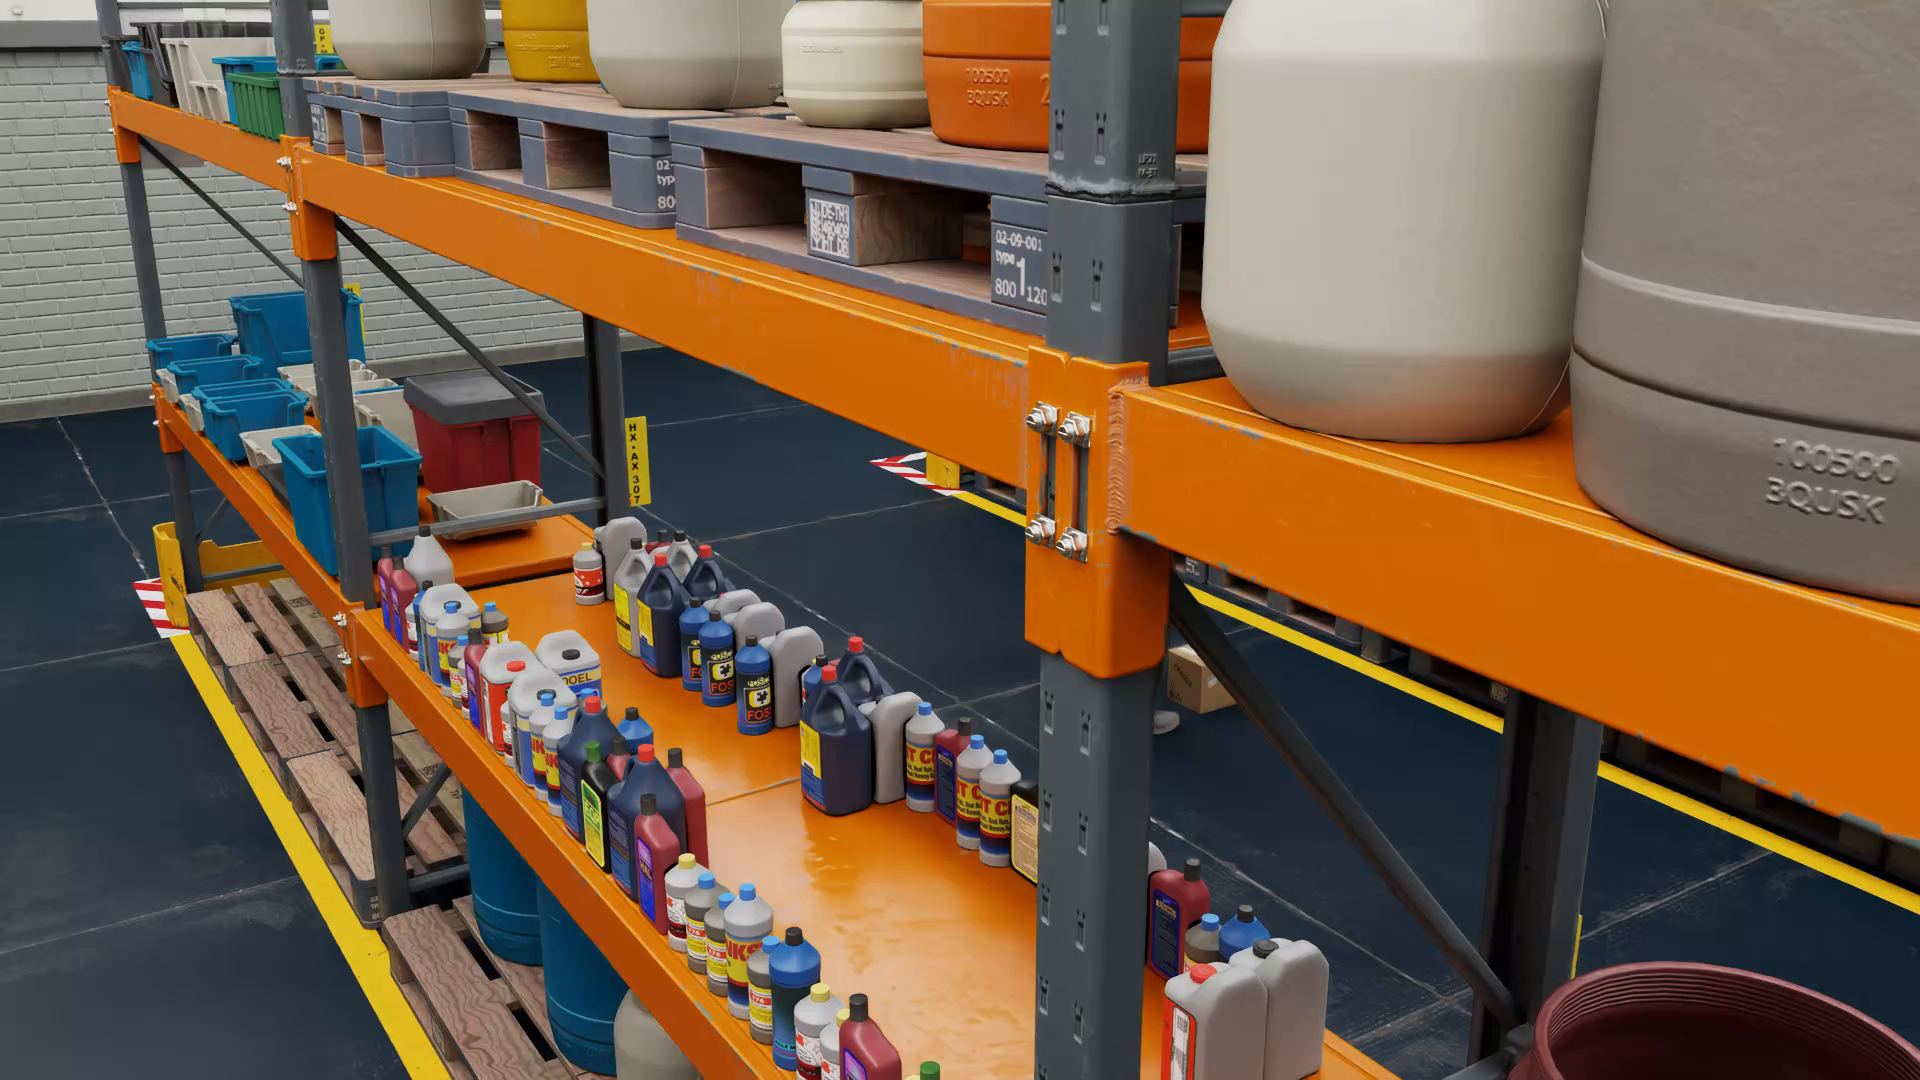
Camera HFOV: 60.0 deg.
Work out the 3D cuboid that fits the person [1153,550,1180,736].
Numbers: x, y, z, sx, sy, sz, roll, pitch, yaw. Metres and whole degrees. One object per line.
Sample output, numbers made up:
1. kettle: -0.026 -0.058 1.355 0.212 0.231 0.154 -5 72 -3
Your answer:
1. person: 0.773 0.017 7.560 0.382 1.764 0.569 -11 21 -30
